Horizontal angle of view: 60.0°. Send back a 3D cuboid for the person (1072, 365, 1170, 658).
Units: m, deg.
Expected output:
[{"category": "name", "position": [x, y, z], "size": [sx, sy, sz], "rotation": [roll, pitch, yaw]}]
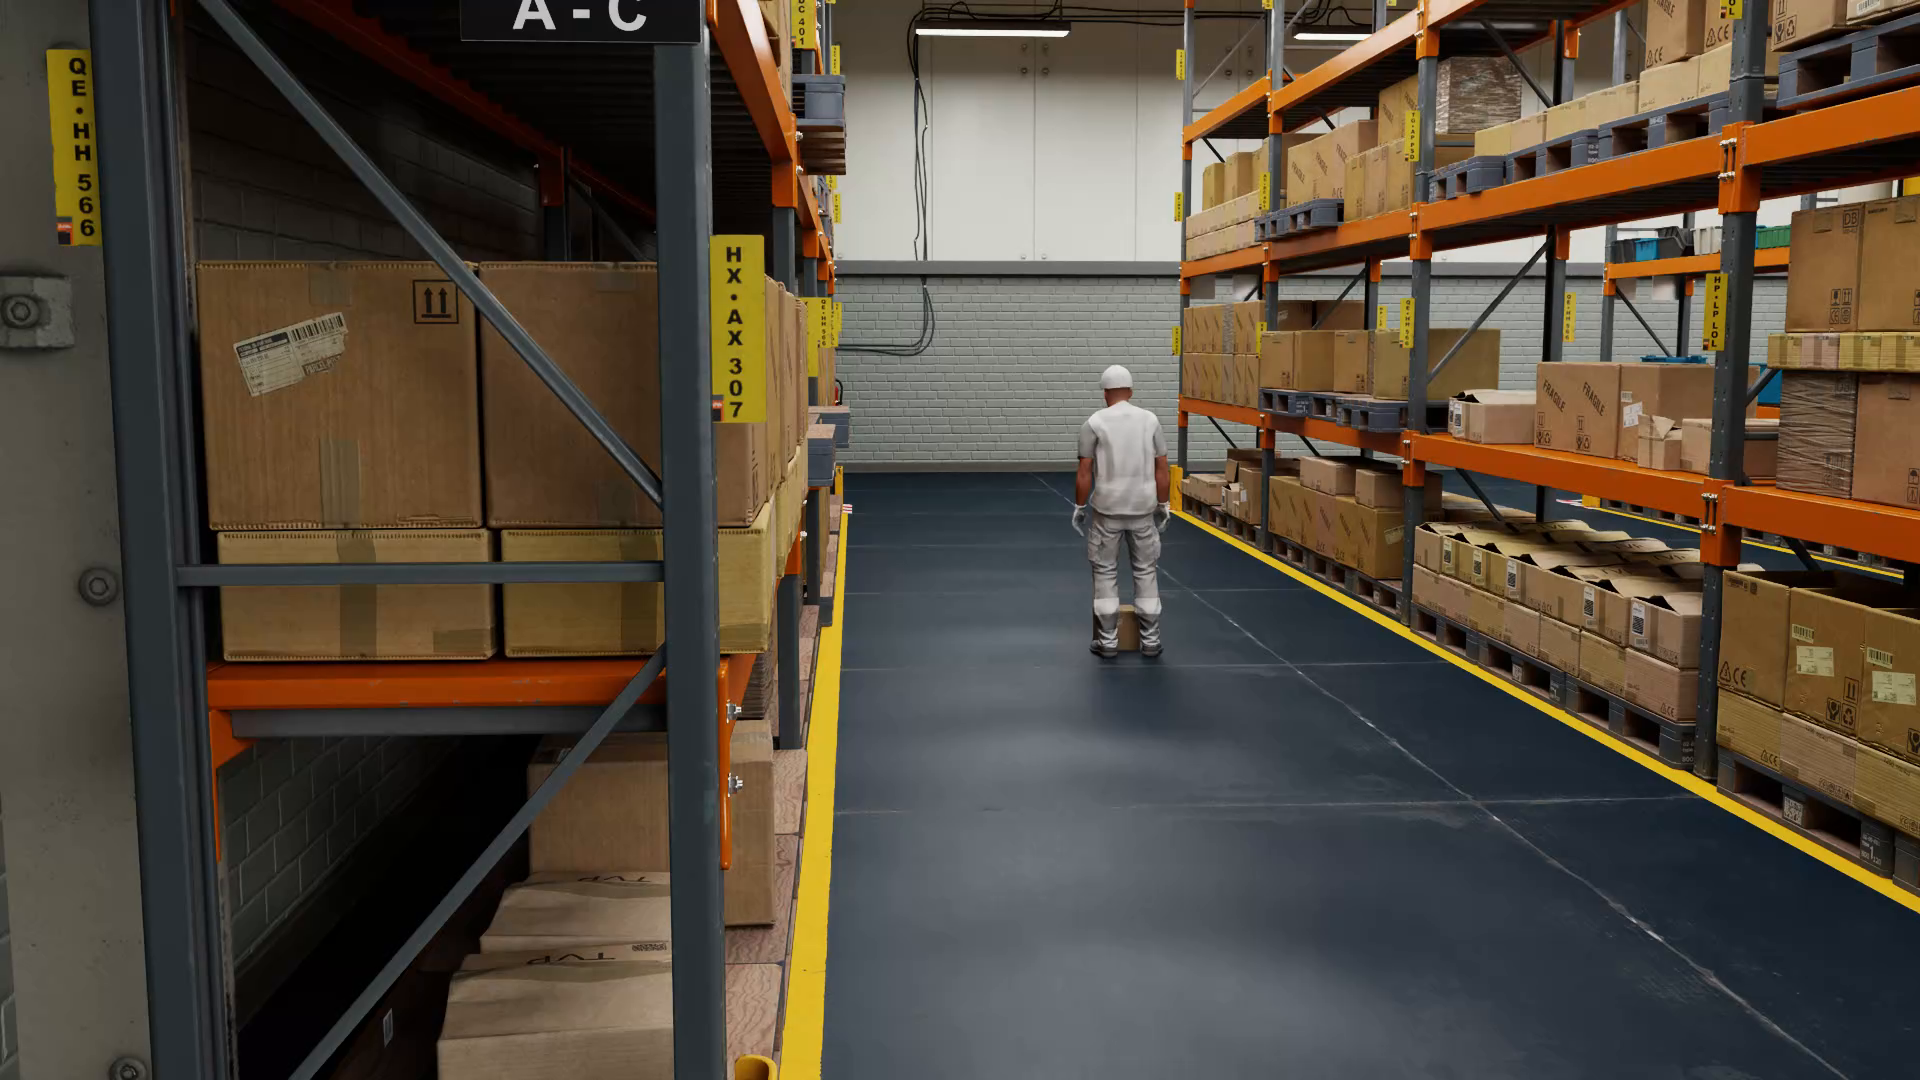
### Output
[{"category": "person", "position": [0.987, -0.178, 10.175], "size": [0.618, 1.779, 0.452], "rotation": [-1, 7, -7]}]
